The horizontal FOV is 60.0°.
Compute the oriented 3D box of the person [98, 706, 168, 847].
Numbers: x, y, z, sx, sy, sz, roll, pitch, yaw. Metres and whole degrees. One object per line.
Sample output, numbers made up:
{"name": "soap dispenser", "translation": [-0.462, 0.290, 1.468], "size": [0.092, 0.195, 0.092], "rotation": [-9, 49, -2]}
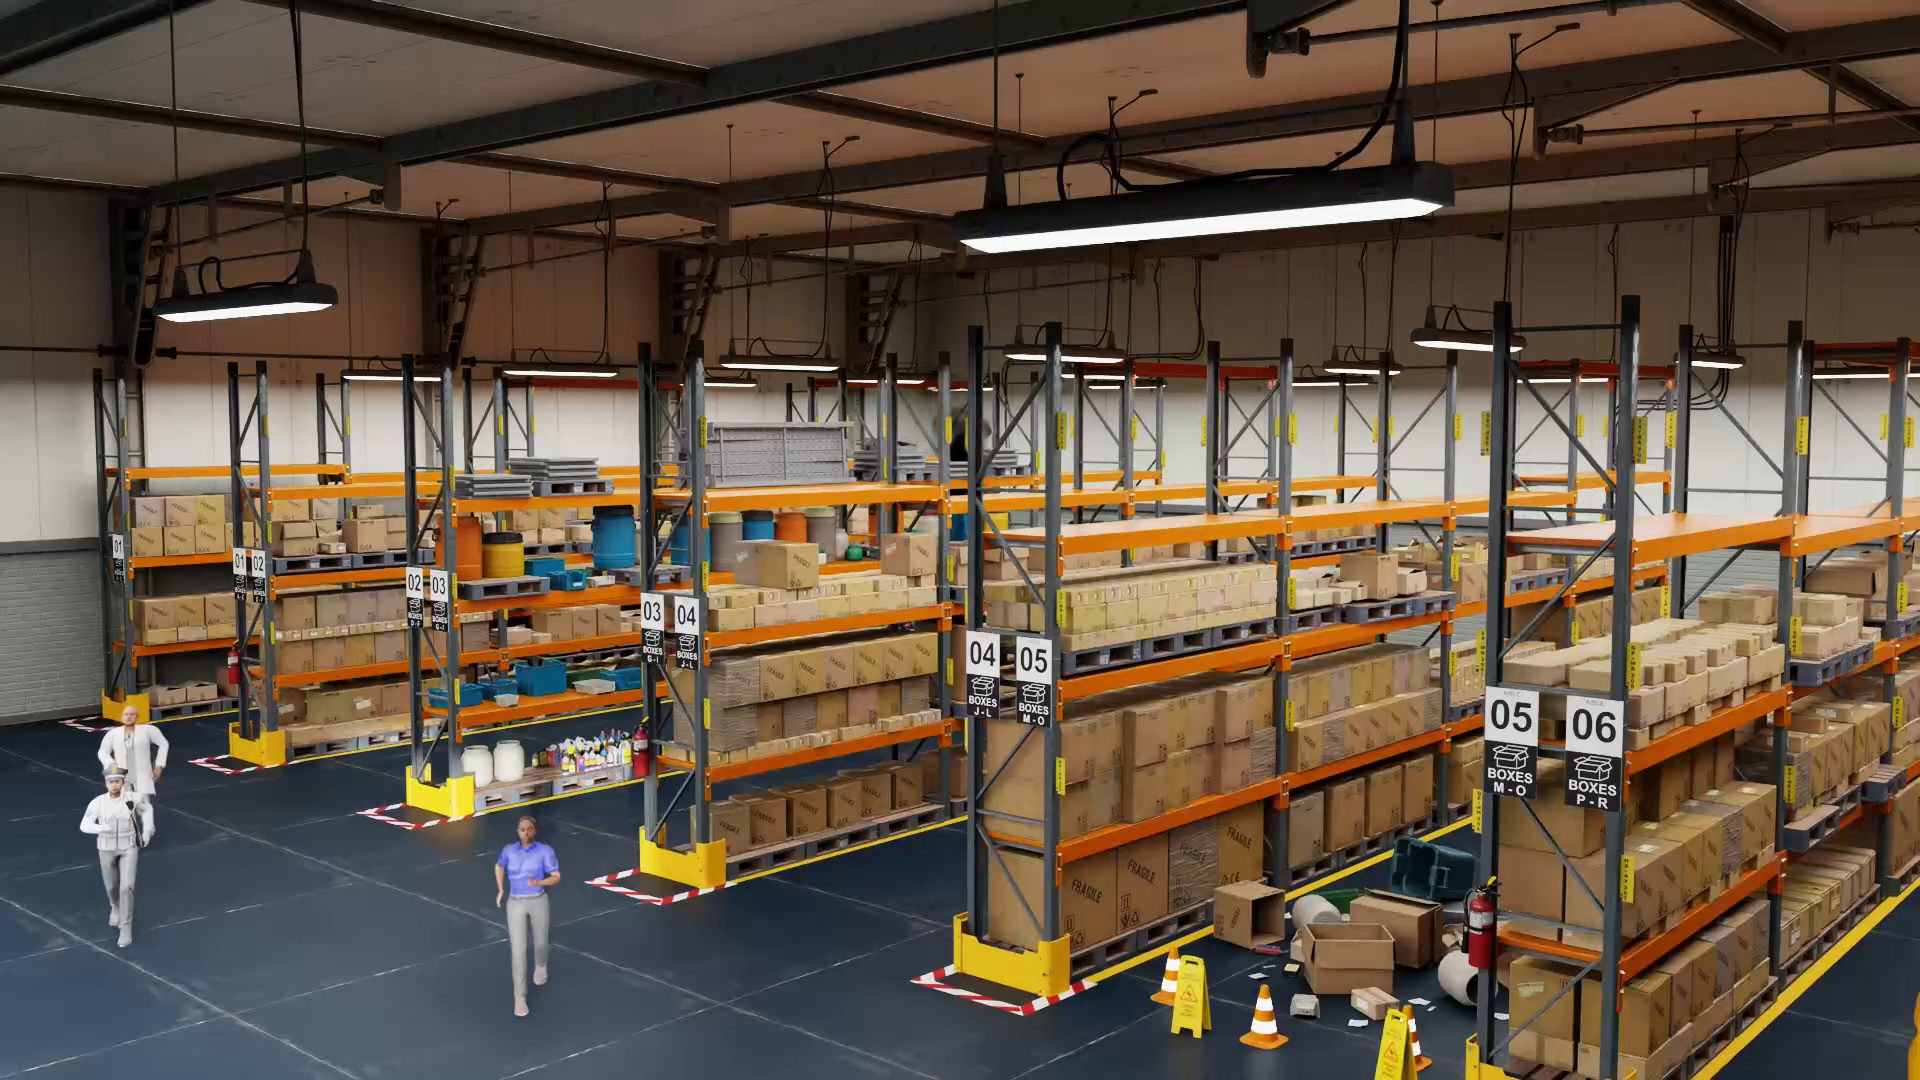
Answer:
{"name": "person", "translation": [-9.859, 2.842, 19.820], "size": [0.754, 1.742, 0.647], "rotation": [-1, 4, -18]}

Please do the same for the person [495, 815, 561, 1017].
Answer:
{"name": "person", "translation": [-3.808, 3.239, 14.658], "size": [0.576, 1.643, 0.942], "rotation": [-1, 4, -12]}

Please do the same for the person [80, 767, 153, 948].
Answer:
{"name": "person", "translation": [-8.364, 3.085, 16.517], "size": [0.629, 1.722, 0.867], "rotation": [-2, 5, -23]}
